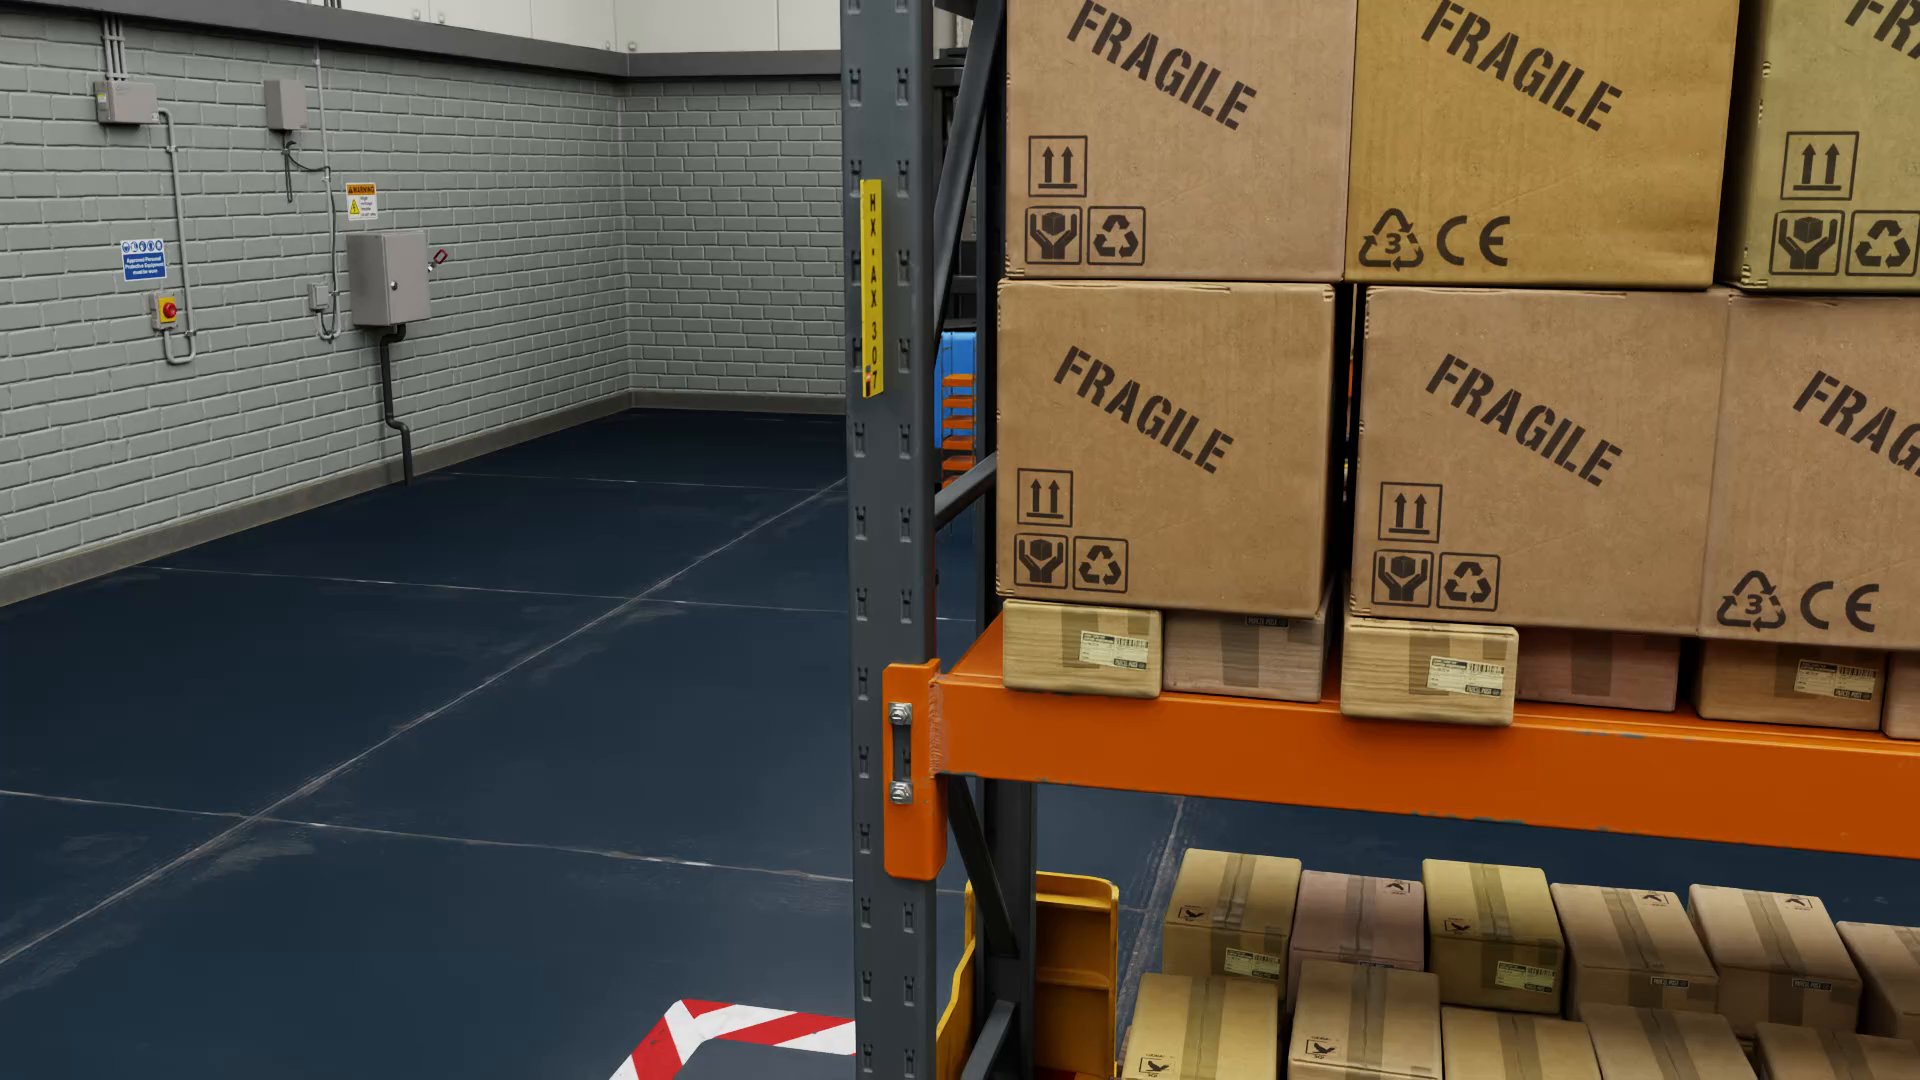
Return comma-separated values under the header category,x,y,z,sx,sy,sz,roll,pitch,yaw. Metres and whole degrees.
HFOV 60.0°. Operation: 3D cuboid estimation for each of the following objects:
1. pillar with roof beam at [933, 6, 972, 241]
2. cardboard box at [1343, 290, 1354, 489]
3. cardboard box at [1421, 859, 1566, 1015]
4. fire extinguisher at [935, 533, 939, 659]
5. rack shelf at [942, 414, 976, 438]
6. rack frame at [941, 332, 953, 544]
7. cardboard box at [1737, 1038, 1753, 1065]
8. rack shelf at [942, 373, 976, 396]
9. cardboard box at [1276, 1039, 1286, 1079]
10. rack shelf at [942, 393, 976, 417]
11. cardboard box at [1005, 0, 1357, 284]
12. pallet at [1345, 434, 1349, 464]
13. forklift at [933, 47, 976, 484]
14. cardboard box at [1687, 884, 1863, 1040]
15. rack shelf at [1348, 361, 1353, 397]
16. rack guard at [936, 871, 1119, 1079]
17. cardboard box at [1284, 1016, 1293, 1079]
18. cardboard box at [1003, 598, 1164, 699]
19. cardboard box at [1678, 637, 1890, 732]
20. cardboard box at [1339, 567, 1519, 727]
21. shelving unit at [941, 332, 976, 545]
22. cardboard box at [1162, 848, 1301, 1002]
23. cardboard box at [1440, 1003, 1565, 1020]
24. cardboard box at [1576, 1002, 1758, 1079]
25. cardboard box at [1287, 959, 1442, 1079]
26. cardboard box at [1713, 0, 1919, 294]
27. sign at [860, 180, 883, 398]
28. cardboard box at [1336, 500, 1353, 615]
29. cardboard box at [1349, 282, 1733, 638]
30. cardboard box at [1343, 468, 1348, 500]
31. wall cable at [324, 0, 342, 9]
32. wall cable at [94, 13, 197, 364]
category,x,y,z,sx,sy,sz,roll,pitch,yaw
pillar with roof beam,-1.163,-4.519,9.327,0.400,9.000,9.100,3,13,14
cardboard box,0.494,-0.301,3.247,0.500,0.500,0.500,3,13,15
cardboard box,1.083,0.806,3.413,0.250,0.149,0.380,3,13,12
fire extinguisher,-0.138,0.034,3.696,0.183,0.674,0.296,3,13,14
rack shelf,0.014,-0.659,9.584,0.180,0.103,0.258,3,13,14
rack frame,-0.075,-0.590,9.622,0.006,1.200,0.240,3,13,14
cardboard box,1.588,0.984,3.300,0.250,0.149,0.380,3,13,14
rack shelf,0.014,-0.893,9.532,0.180,0.103,0.258,3,13,14
cardboard box,0.444,1.047,3.016,0.250,0.149,0.380,4,13,16
rack shelf,0.014,-0.776,9.558,0.180,0.103,0.258,3,13,14
cardboard box,0.369,-0.679,2.643,0.500,0.500,0.500,3,13,13
pallet,3.118,-0.760,12.671,1.213,0.211,1.003,3,13,14
forklift,0.282,-2.055,12.229,1.130,2.935,3.031,1,13,6
cardboard box,1.594,0.835,3.282,0.250,0.149,0.380,4,13,16
rack shelf,3.026,-0.667,7.477,4.000,0.370,1.077,3,13,14
rack guard,0.070,1.148,3.404,0.348,0.500,1.175,3,13,14
cardboard box,0.557,1.094,3.489,0.250,0.149,0.380,3,13,14
cardboard box,0.232,0.132,2.792,0.250,0.149,0.380,3,13,13
cardboard box,1.280,0.166,2.640,0.250,0.149,0.380,3,13,13
cardboard box,0.738,0.162,2.658,0.250,0.149,0.380,3,13,12
shelving unit,0.014,-0.585,9.600,0.189,1.200,0.258,3,13,14
cardboard box,0.571,0.795,3.466,0.250,0.149,0.380,3,13,14
cardboard box,1.082,0.960,3.409,0.250,0.149,0.380,3,13,11
cardboard box,1.195,0.943,2.795,0.250,0.149,0.380,2,13,11
cardboard box,0.720,0.908,2.955,0.250,0.149,0.380,3,13,15
cardboard box,1.360,-0.623,2.388,0.500,0.500,0.500,3,13,12
sign,-0.133,-0.385,2.543,0.005,0.325,0.100,3,13,14
cardboard box,0.860,0.035,3.232,0.250,0.149,0.380,3,13,13
cardboard box,0.892,-0.166,2.640,0.500,0.500,0.500,3,13,14
cardboard box,1.749,-0.063,8.039,0.875,0.438,0.875,3,13,12
wall cable,-3.619,-5.047,11.620,0.133,3.039,2.988,3,13,14
wall cable,-4.396,-1.921,9.050,0.123,1.953,0.585,3,13,14
